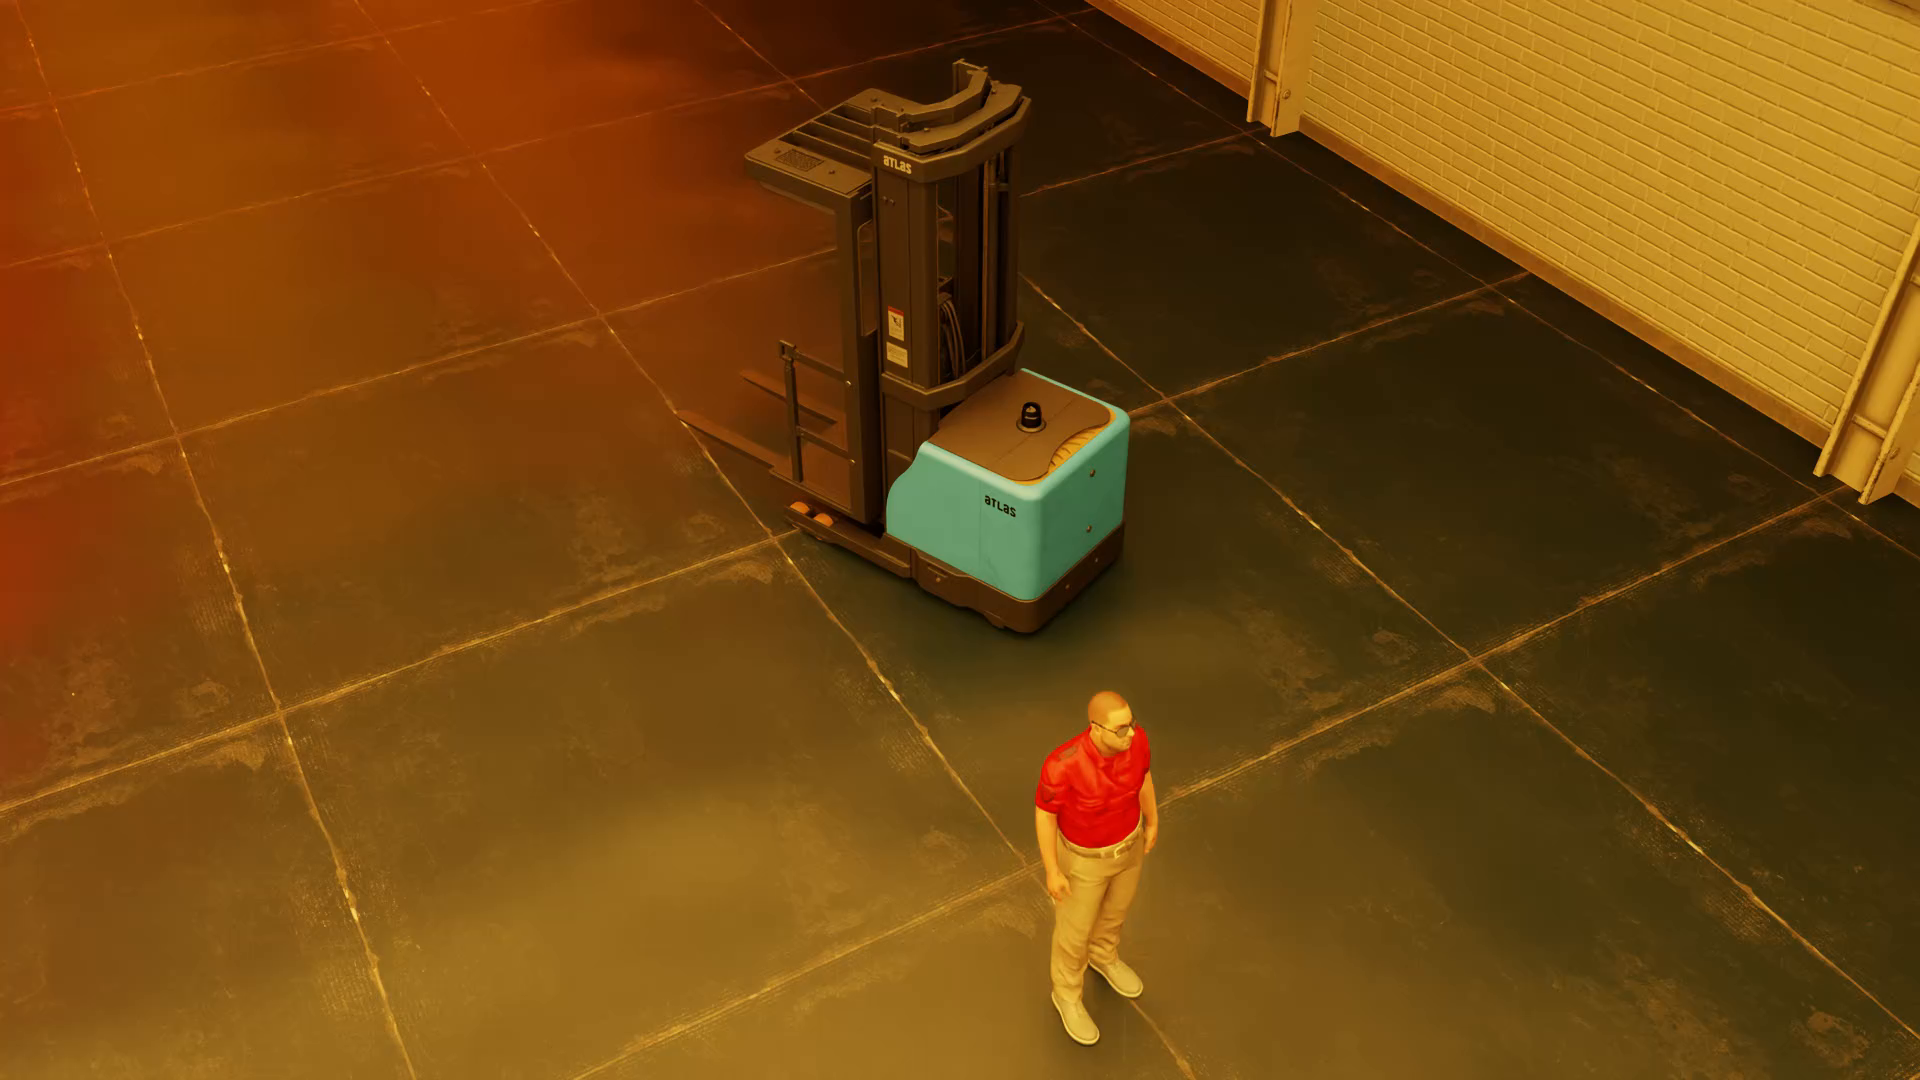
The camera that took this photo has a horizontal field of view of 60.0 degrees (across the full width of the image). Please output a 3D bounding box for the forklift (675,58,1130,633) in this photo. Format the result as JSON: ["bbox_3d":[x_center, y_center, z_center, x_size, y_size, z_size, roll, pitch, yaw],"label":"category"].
[{"bbox_3d":[-0.481,-1.366,9.683,3.031,2.935,1.130,26,46,28],"label":"forklift"}]

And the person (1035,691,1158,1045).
[{"bbox_3d":[0.662,1.404,7.280,0.628,1.733,0.534,-24,45,-26],"label":"person"}]
